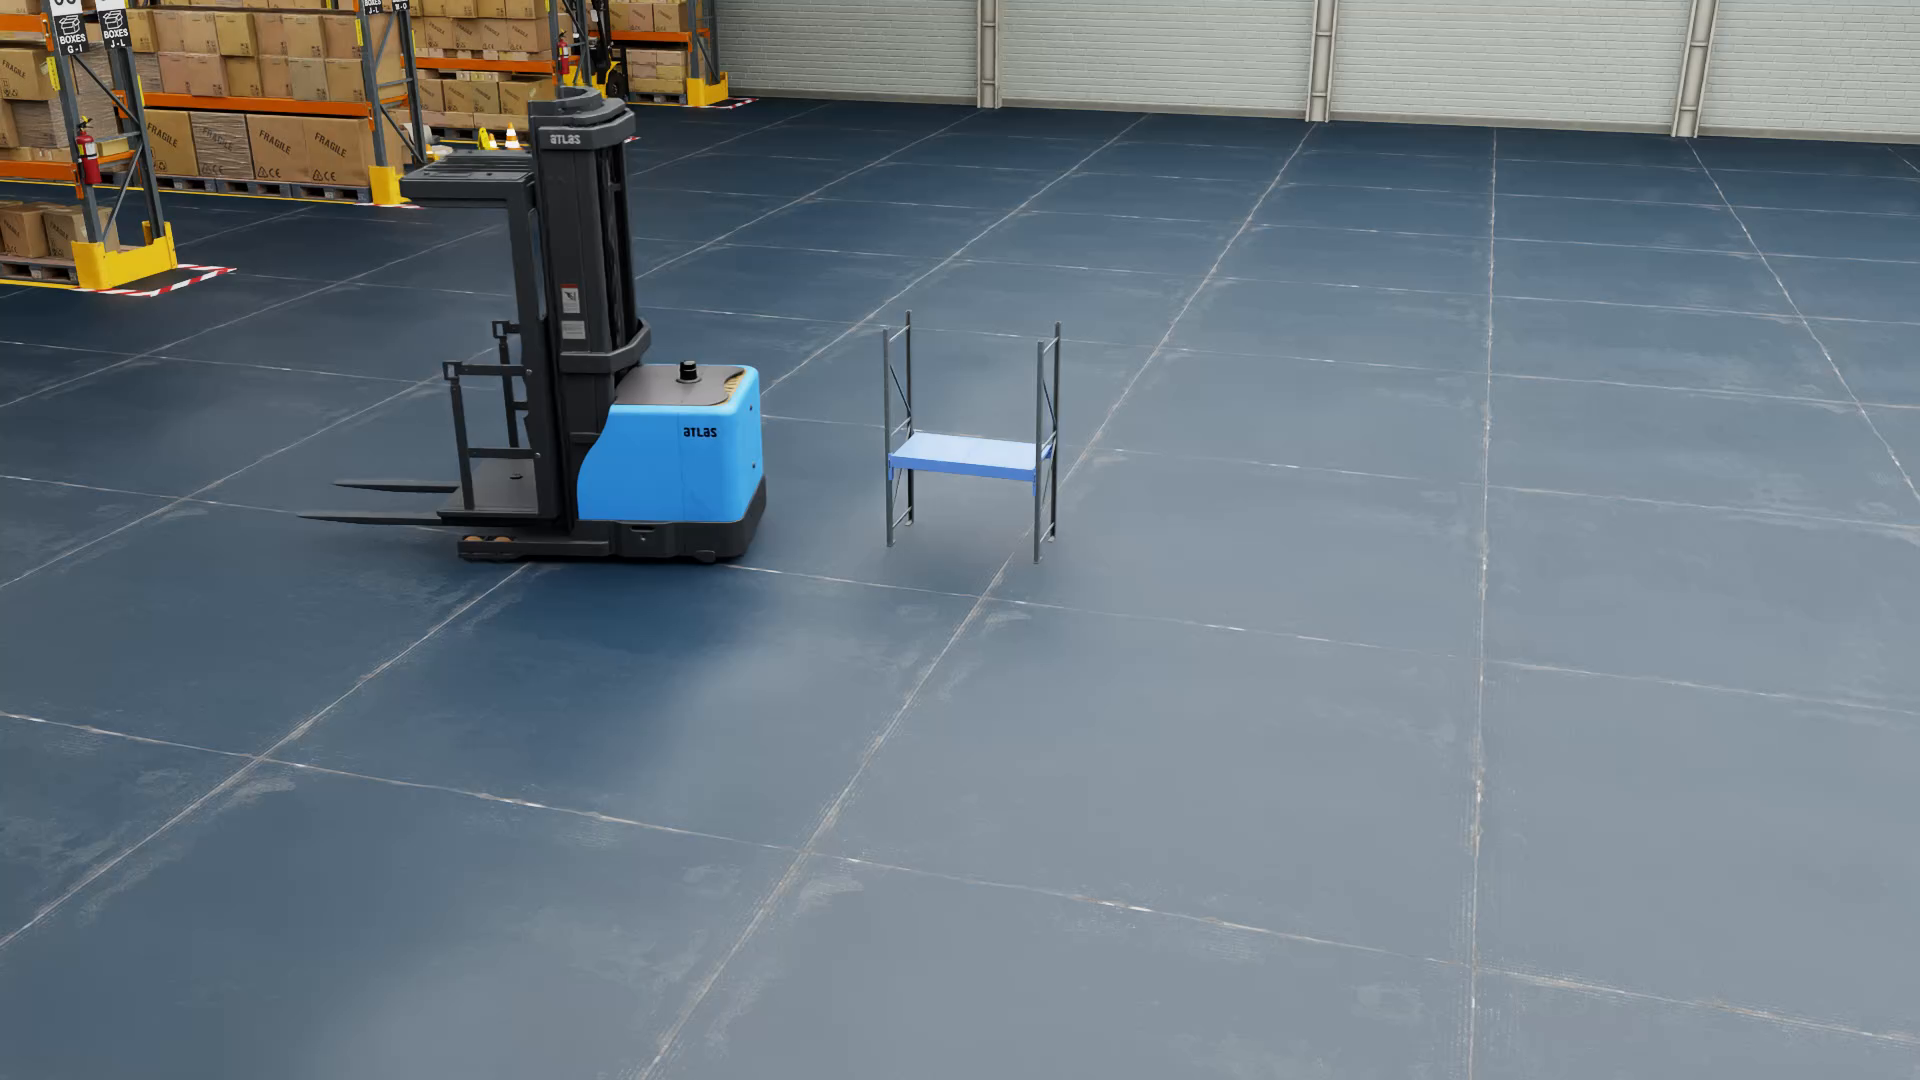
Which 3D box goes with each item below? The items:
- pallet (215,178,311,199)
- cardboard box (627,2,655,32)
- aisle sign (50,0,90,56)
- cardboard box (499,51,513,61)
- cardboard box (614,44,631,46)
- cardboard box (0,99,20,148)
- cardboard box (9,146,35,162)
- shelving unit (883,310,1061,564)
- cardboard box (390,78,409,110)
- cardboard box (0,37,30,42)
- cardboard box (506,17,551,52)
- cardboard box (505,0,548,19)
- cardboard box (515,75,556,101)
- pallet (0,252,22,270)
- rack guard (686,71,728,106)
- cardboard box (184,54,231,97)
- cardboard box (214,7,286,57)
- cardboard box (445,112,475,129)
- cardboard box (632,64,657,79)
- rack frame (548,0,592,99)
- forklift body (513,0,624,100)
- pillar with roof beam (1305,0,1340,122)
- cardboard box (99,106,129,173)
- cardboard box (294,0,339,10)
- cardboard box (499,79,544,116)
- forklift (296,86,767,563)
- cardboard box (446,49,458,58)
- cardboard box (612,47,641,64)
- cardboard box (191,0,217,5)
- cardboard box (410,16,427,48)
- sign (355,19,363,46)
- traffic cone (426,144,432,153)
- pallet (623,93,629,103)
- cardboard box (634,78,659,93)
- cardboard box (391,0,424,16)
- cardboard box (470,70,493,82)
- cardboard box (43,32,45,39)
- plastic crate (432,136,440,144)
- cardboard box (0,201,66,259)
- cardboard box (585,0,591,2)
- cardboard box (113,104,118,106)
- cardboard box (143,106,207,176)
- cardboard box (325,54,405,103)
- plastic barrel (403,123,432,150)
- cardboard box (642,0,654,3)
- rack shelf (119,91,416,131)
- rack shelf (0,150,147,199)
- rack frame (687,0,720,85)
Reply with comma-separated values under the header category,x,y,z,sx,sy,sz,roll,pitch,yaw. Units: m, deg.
category,x,y,z,sx,sy,sz,roll,pitch,yaw
pallet,-9.504,-4.975,23.119,1.213,0.211,1.003,7,23,15
cardboard box,-5.829,-9.750,30.954,0.500,0.500,0.500,7,23,17
aisle sign,-9.109,-5.367,16.976,0.004,0.787,0.394,7,23,16
cardboard box,-7.152,-7.751,26.545,0.250,0.149,0.380,6,23,15
cardboard box,-6.638,-9.362,31.892,0.500,0.250,0.500,6,23,14
cardboard box,-10.113,-4.545,17.875,0.500,0.500,0.875,7,23,16
cardboard box,-9.907,-4.156,17.781,0.250,0.149,0.380,7,23,16
shelving unit,0.082,-0.685,10.963,1.048,1.500,0.538,7,23,16
cardboard box,-9.045,-7.371,27.369,0.500,0.500,0.500,8,23,18
cardboard box,-10.485,-5.197,18.147,0.500,0.500,0.500,7,23,16
cardboard box,-6.818,-8.024,26.355,0.500,0.500,0.500,6,23,15
cardboard box,-6.771,-8.504,26.207,0.500,0.500,0.700,6,23,14
cardboard box,-6.934,-7.341,27.296,0.500,0.500,0.500,6,23,14
pallet,-11.086,-3.235,18.877,1.213,0.211,1.003,7,23,16
rack guard,-4.765,-8.525,31.395,0.348,0.500,1.175,7,23,16
cardboard box,-10.008,-6.389,22.695,0.550,0.550,0.875,7,23,16
cardboard box,-9.491,-6.843,22.380,0.500,0.550,0.875,7,23,16
cardboard box,-8.066,-6.909,27.230,0.500,0.250,0.500,6,23,14
cardboard box,-5.822,-8.837,31.271,0.500,0.250,0.500,6,23,15
rack frame,-6.219,-7.881,26.530,0.127,3.000,1.000,7,23,16
forklift body,-7.131,-8.837,29.979,1.214,2.155,2.313,7,23,16
pillar with roof beam,5.050,-9.984,23.753,0.400,9.000,9.100,7,23,16
cardboard box,-12.002,-5.698,23.620,0.750,0.750,1.050,6,23,15
cardboard box,-10.557,-8.665,27.364,0.500,0.500,0.500,6,23,15
cardboard box,-7.061,-7.143,26.812,0.500,0.500,0.500,7,23,16
forklift,-2.894,-1.406,10.836,3.031,2.935,1.130,1,22,3
cardboard box,-8.096,-7.902,26.913,0.250,0.149,0.380,7,23,16
cardboard box,-6.296,-9.112,31.284,0.500,0.250,0.500,7,23,16
cardboard box,-12.502,-8.892,27.918,0.500,0.500,0.500,7,23,16
cardboard box,-8.743,-8.247,26.899,0.500,0.500,0.500,6,23,15
sign,-7.722,-6.521,21.376,0.005,0.325,0.100,7,23,16
traffic cone,-7.650,-5.472,23.999,0.334,0.463,0.336,7,23,16
pallet,-6.697,-8.597,31.951,1.213,0.211,1.003,7,23,15
cardboard box,-5.803,-8.601,31.356,0.500,0.250,0.500,7,23,15
cardboard box,-8.734,-8.710,26.710,0.500,0.500,0.700,6,23,14
cardboard box,-7.672,-7.487,26.798,0.250,0.149,0.380,7,23,16
cardboard box,-12.351,-7.126,23.241,0.500,0.500,0.700,6,23,15
plastic crate,-8.782,-6.498,27.007,0.583,0.080,0.402,-1,22,-3
cardboard box,-10.256,-3.445,18.458,0.500,0.500,0.500,13,26,29
cardboard box,-6.914,-10.162,31.105,0.250,0.149,0.380,6,23,14
cardboard box,-14.515,-8.075,29.249,0.875,0.875,0.875,6,23,15
cardboard box,-10.799,-5.626,23.280,0.875,0.875,0.875,7,23,16
cardboard box,-7.920,-6.165,22.149,0.550,0.550,0.875,7,23,16
plastic barrel,-8.633,-6.365,26.229,0.512,0.421,0.421,-14,26,-30
cardboard box,-5.685,-10.035,30.795,0.250,0.149,0.380,7,23,17
rack shelf,-9.466,-5.957,22.789,4.000,0.370,1.077,7,23,16
rack shelf,-10.996,-4.166,18.423,4.000,0.370,1.077,7,23,16
rack frame,-4.788,-9.684,30.927,0.127,3.000,1.000,7,23,16
